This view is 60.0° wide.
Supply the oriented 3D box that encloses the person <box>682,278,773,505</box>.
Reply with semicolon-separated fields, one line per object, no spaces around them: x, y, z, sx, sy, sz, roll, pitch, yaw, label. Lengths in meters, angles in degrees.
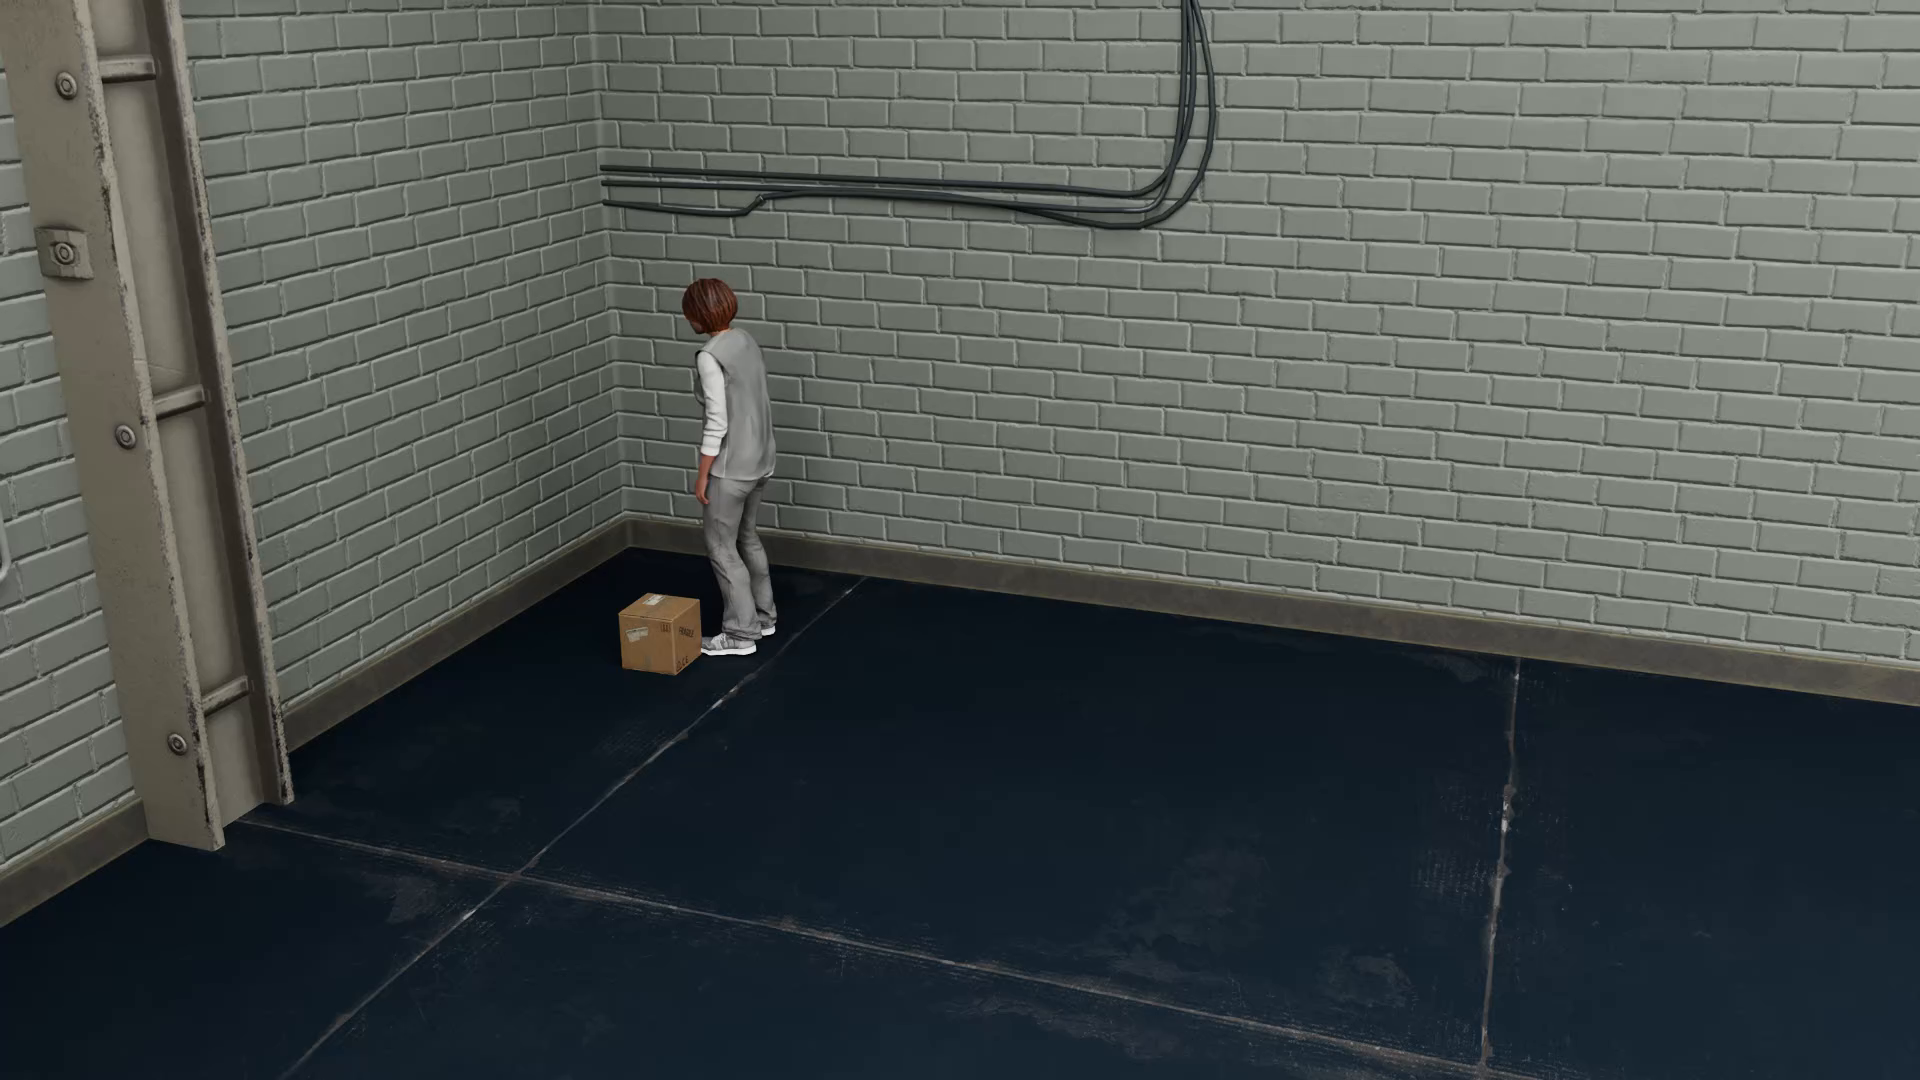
-0.959;-0.614;6.841;0.326;0.891;0.459;7;20;18;person
